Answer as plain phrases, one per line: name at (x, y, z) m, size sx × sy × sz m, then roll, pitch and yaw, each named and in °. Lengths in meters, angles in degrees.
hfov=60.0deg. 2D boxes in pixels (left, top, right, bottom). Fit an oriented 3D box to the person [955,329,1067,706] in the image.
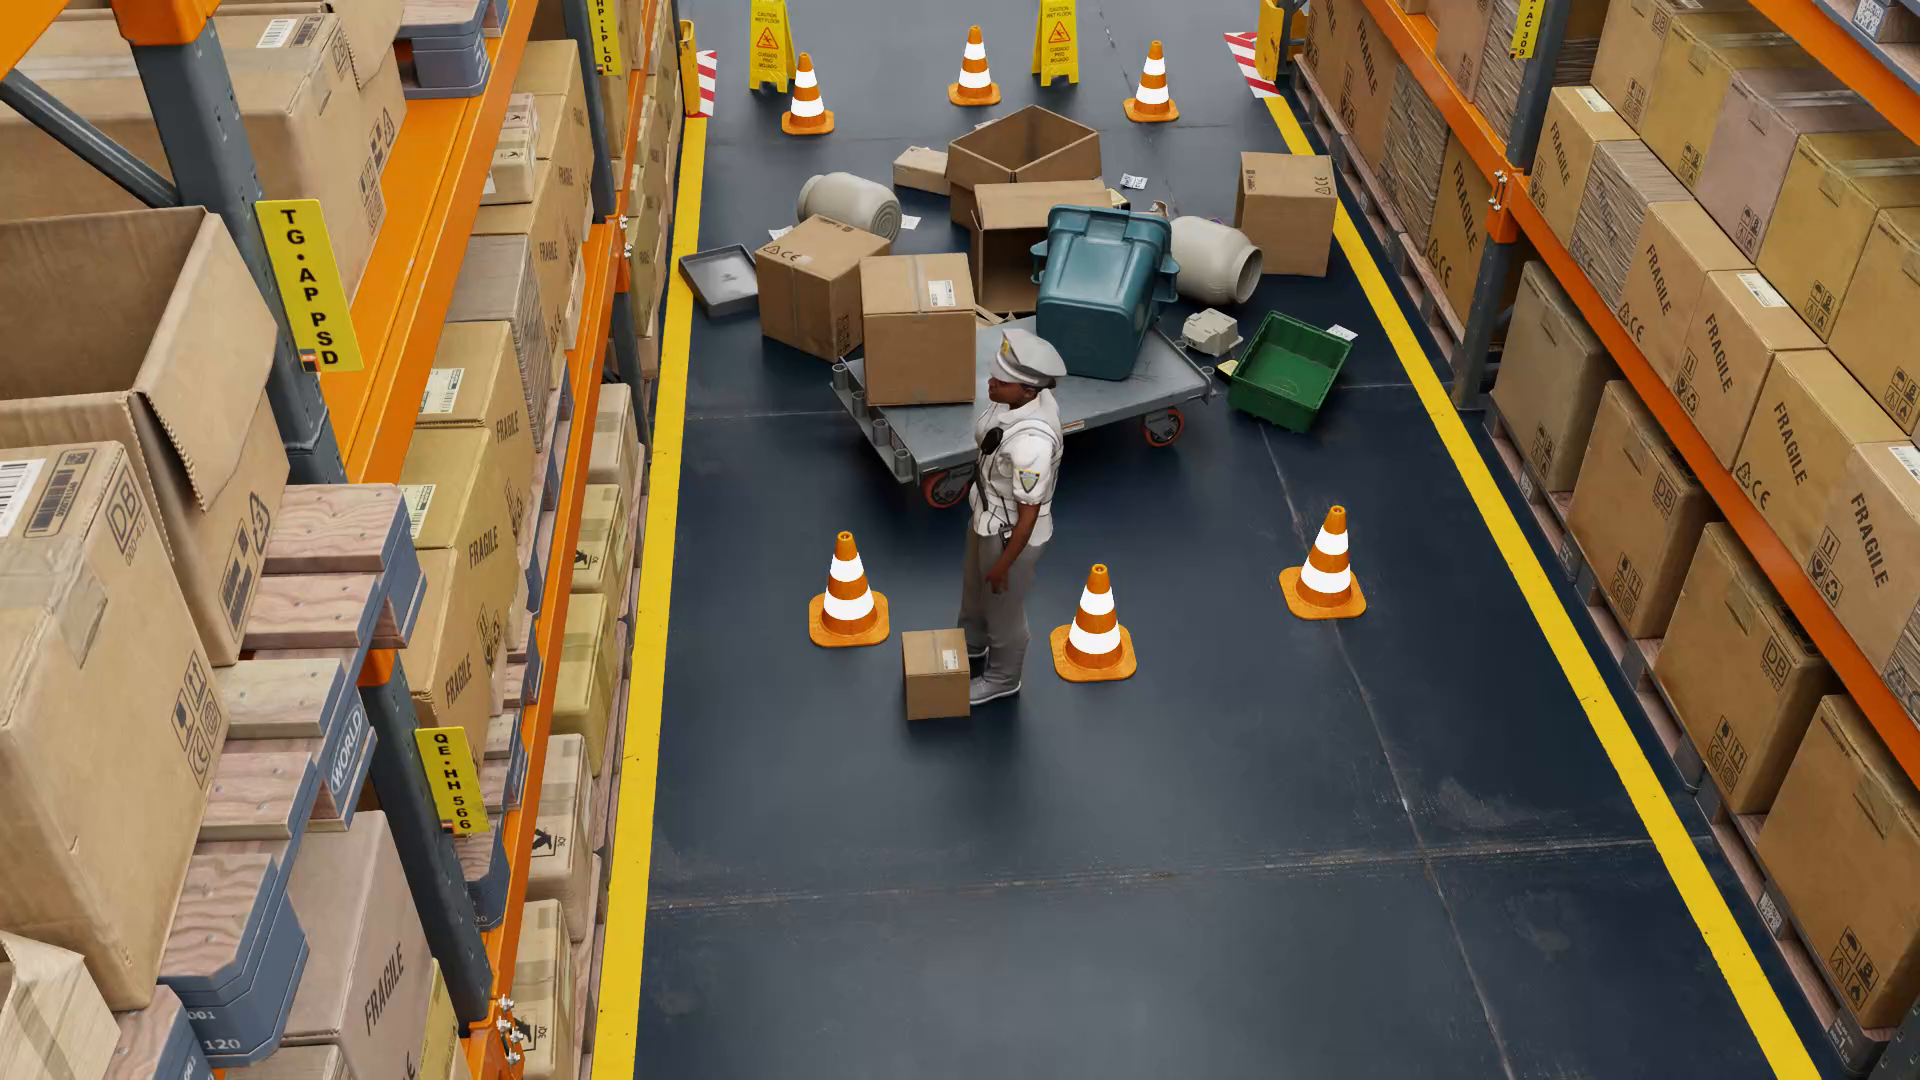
person at (0.102, -0.065, 6.193) m, size 0.528 × 1.697 × 0.570 m, roll -3°, pitch 39°, yaw -4°
